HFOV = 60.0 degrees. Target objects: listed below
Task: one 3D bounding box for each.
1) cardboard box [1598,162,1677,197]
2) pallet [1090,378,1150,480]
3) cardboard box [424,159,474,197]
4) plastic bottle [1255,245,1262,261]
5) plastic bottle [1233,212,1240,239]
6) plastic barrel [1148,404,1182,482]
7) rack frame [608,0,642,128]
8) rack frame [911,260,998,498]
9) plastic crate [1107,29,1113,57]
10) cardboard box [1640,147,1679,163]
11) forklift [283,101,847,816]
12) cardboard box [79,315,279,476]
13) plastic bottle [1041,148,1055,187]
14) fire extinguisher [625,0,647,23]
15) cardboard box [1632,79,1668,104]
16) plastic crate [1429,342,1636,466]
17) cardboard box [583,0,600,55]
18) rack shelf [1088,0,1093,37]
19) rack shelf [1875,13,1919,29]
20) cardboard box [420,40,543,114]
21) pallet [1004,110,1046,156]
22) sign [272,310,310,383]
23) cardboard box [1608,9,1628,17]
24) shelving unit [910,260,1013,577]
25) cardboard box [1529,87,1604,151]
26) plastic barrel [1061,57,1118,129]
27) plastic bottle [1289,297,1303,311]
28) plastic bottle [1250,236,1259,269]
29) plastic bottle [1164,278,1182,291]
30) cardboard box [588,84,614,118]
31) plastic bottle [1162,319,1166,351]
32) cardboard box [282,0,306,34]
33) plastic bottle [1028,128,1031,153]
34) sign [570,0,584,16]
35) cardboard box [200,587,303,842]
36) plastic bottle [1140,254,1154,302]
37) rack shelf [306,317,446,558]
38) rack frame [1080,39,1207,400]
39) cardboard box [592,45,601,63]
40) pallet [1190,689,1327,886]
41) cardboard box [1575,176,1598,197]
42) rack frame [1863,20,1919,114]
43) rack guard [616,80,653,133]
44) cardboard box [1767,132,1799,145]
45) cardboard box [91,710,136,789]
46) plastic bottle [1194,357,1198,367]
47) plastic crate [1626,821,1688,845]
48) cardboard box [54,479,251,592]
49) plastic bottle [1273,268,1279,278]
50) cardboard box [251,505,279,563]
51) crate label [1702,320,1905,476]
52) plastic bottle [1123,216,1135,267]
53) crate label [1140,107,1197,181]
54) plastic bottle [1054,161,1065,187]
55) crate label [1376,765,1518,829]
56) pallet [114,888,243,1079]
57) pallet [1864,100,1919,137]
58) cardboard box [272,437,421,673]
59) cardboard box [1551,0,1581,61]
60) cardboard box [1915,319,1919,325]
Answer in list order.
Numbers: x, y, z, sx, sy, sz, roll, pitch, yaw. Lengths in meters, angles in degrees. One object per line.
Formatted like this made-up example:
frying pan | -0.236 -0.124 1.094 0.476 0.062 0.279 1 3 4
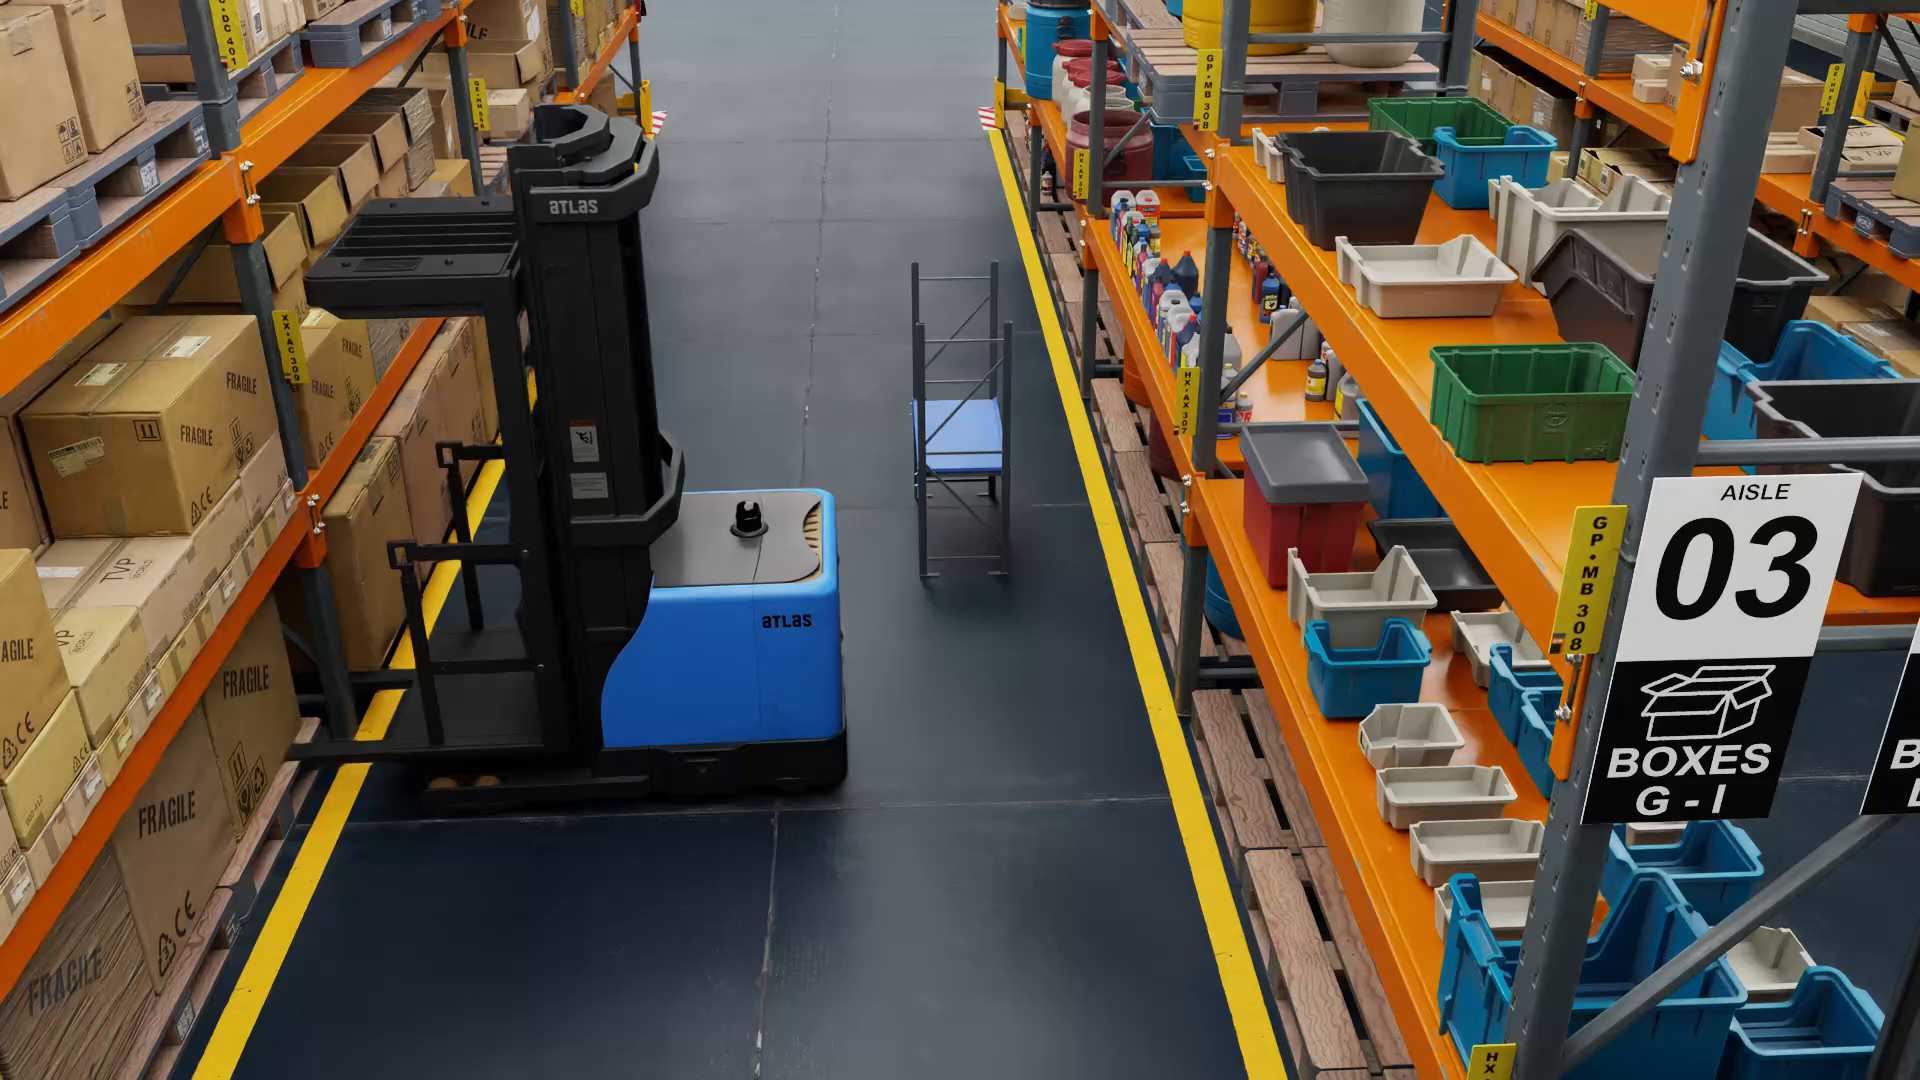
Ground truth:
cardboard box | 5.878 -3.104 14.370 0.500 0.311 0.500 -2 28 -3
pallet | 1.429 -0.752 10.963 1.003 0.211 1.213 -1 28 -3
cardboard box | -3.327 -2.054 10.336 0.500 0.500 0.500 -1 28 -1
plastic bottle | 1.819 -1.701 9.983 0.097 0.201 0.097 0 28 0
plastic bottle | 1.781 -2.033 10.619 0.097 0.201 0.097 0 28 0
plastic barrel | 1.448 -0.721 10.042 0.600 0.588 0.708 -1 28 -3
rack frame | -4.018 -5.926 17.868 1.000 3.000 0.127 -1 28 -3
rack frame | -0.031 -0.939 9.929 0.500 1.500 0.032 -1 28 -3
plastic crate | 1.237 -4.416 15.040 0.767 0.338 0.504 -1 28 -3
cardboard box | 6.392 -3.352 14.846 0.500 0.311 0.500 -1 28 -3
forklift | -2.057 -0.328 7.210 3.031 2.935 1.130 -2 28 -4
cardboard box | -3.100 -0.576 6.641 0.500 0.500 0.500 -1 28 -1
plastic bottle | 0.816 -3.509 15.624 0.144 0.351 0.185 -2 28 -4
fire extinguisher | -3.563 -5.956 18.009 0.296 0.674 0.183 -1 28 -3
cardboard box | 5.926 -3.791 14.046 0.380 0.149 0.250 -1 28 -3
plastic crate | 1.427 -0.341 4.146 0.450 0.188 0.336 -1 28 -3
cardboard box | -3.761 -4.696 15.080 0.875 0.500 0.500 -1 28 -3
rack shelf | 1.242 -4.286 12.258 1.077 0.370 4.000 -1 28 -3
rack shelf | 10.927 -5.042 16.952 1.077 0.370 4.000 -1 28 -3
cardboard box | -3.626 -3.512 12.675 0.797 0.503 0.637 1 28 3
pallet | 1.017 -4.400 17.958 1.003 0.211 1.213 -1 28 -3
sign | -2.837 -0.817 7.051 0.100 0.325 0.005 -1 28 -3
cardboard box | 5.856 -4.768 14.840 0.380 0.149 0.250 -1 28 -3
shelving unit | -0.004 -0.704 9.479 0.538 1.500 1.048 -1 28 -3
cardboard box | 5.827 -4.056 15.991 0.500 0.500 0.500 -1 28 -3
plastic barrel | 1.007 -3.473 13.017 0.433 0.535 0.433 0 28 0
plastic bottle | 1.851 -1.206 8.954 0.152 0.276 0.135 -1 28 -3
plastic bottle | 1.814 -1.777 10.053 0.097 0.271 0.097 0 28 0
plastic bottle | 1.168 -1.308 9.153 0.097 0.271 0.097 0 28 0
cardboard box | -3.936 -4.440 17.268 0.500 0.500 0.500 6 28 11
plastic bottle | 1.126 -1.107 8.843 0.097 0.201 0.097 0 28 0
cardboard box | -3.319 -2.480 7.836 0.380 0.149 0.250 -2 28 -5
plastic bottle | 0.730 -4.028 16.703 0.097 0.271 0.097 0 28 0
sign | -3.255 -4.607 14.088 0.100 0.325 0.005 -1 28 -3
cardboard box | -3.436 0.678 7.049 0.875 0.875 0.875 -1 28 -3
plastic bottle | 1.085 -1.499 9.519 0.097 0.271 0.097 0 28 0
rack shelf | -3.495 -0.989 9.180 1.077 0.370 4.000 -1 28 -3
rack frame | 1.346 -2.351 11.014 1.000 3.000 0.127 -1 28 -3
cardboard box | -3.555 -4.536 15.475 0.380 0.149 0.250 -1 28 -3
pallet | 1.632 1.071 7.468 1.003 0.211 1.213 -1 28 -3
cardboard box | 5.858 -3.091 14.952 0.500 0.250 0.500 -2 28 -4
rack frame | 10.822 -6.285 18.556 1.000 3.000 0.127 -1 28 -3
rack guard | -4.014 -4.783 18.379 1.175 0.500 0.348 -1 28 -3
cardboard box | 6.170 -2.945 12.425 0.380 0.149 0.250 1 28 1
cardboard box | -2.953 0.692 5.451 0.380 0.149 0.250 -2 28 -4
plastic bottle | 1.154 -0.732 8.036 0.061 0.283 0.133 -1 28 -3
plastic crate | 2.110 0.848 5.100 0.250 0.136 0.298 -1 28 -3
cardboard box | -3.076 -0.013 6.372 0.500 0.250 0.500 -1 28 -1
plastic bottle | 1.809 -1.447 9.406 0.061 0.283 0.133 -1 28 -3
cardboard box | -3.034 -0.021 6.818 0.380 0.149 0.250 -1 28 -2
crate label | 2.039 -0.354 4.103 0.408 0.251 0.502 -1 28 -3
plastic bottle | 1.032 -1.815 10.112 0.061 0.283 0.133 -1 28 -3
crate label | 1.565 -2.832 11.898 0.502 0.435 0.616 -1 28 -3
plastic bottle | 0.960 -3.513 15.630 0.144 0.351 0.185 -1 28 -3
crate label | 1.501 0.799 5.194 0.396 0.136 0.243 -1 28 -3
pallet | -3.363 1.770 6.128 1.003 0.211 1.213 -1 28 -3
pallet | 10.833 -4.637 18.413 1.003 0.211 1.213 -1 28 -3
cardboard box | -3.444 0.077 8.203 1.225 0.875 0.875 -1 28 -2
cardboard box | 6.021 -4.809 15.618 0.700 0.500 0.500 -2 28 -3
cardboard box | 6.576 -1.129 10.899 0.500 0.500 0.500 0 28 -1
